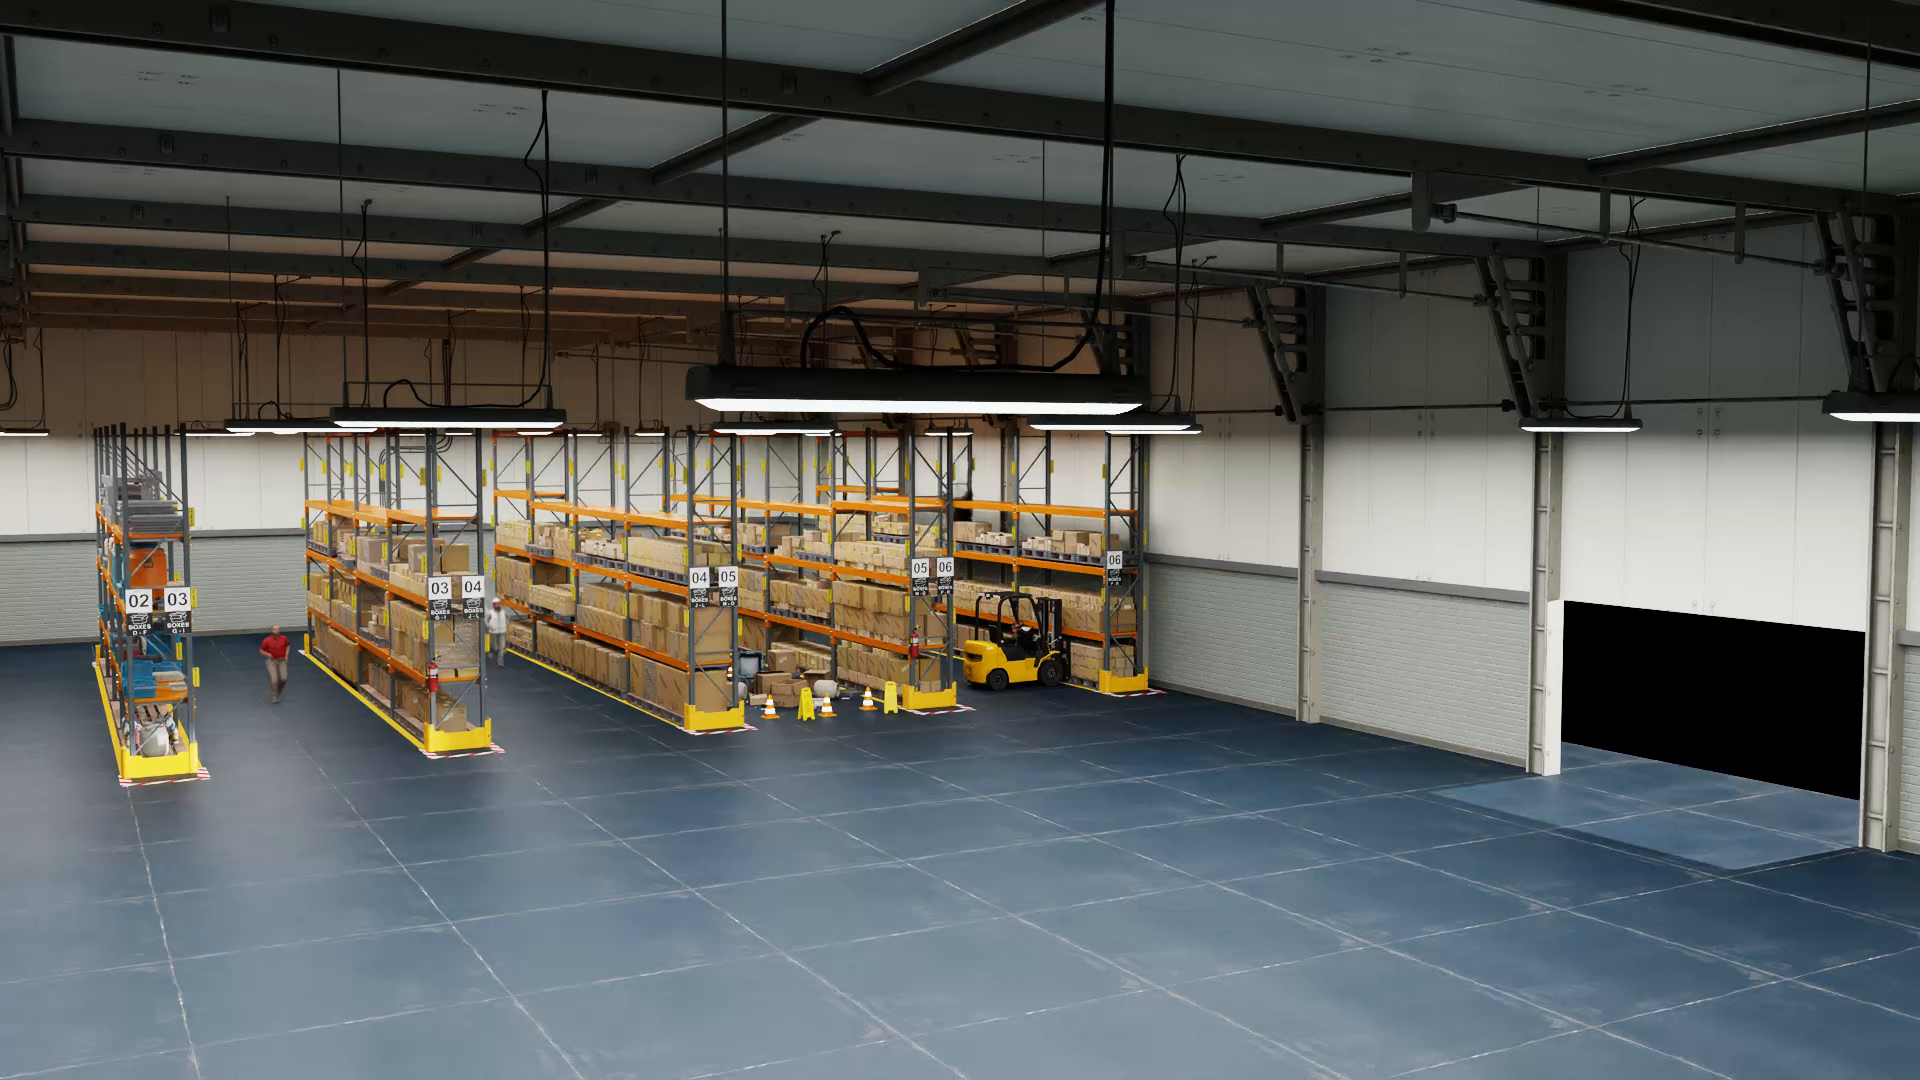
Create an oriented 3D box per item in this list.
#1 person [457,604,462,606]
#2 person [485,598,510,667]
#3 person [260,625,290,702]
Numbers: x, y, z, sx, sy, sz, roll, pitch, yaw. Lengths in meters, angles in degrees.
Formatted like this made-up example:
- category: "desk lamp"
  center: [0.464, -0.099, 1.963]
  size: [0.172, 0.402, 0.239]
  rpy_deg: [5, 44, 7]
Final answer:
- category: "person"
  center: [-12.958, 2.170, 43.922]
  size: [0.638, 1.796, 0.872]
  rpy_deg: [-1, 4, -19]
- category: "person"
  center: [-11.653, 2.331, 41.957]
  size: [0.676, 1.740, 0.814]
  rpy_deg: [-2, 4, -31]
- category: "person"
  center: [-14.844, 2.689, 36.165]
  size: [0.672, 1.681, 0.585]
  rpy_deg: [-3, 4, -38]
